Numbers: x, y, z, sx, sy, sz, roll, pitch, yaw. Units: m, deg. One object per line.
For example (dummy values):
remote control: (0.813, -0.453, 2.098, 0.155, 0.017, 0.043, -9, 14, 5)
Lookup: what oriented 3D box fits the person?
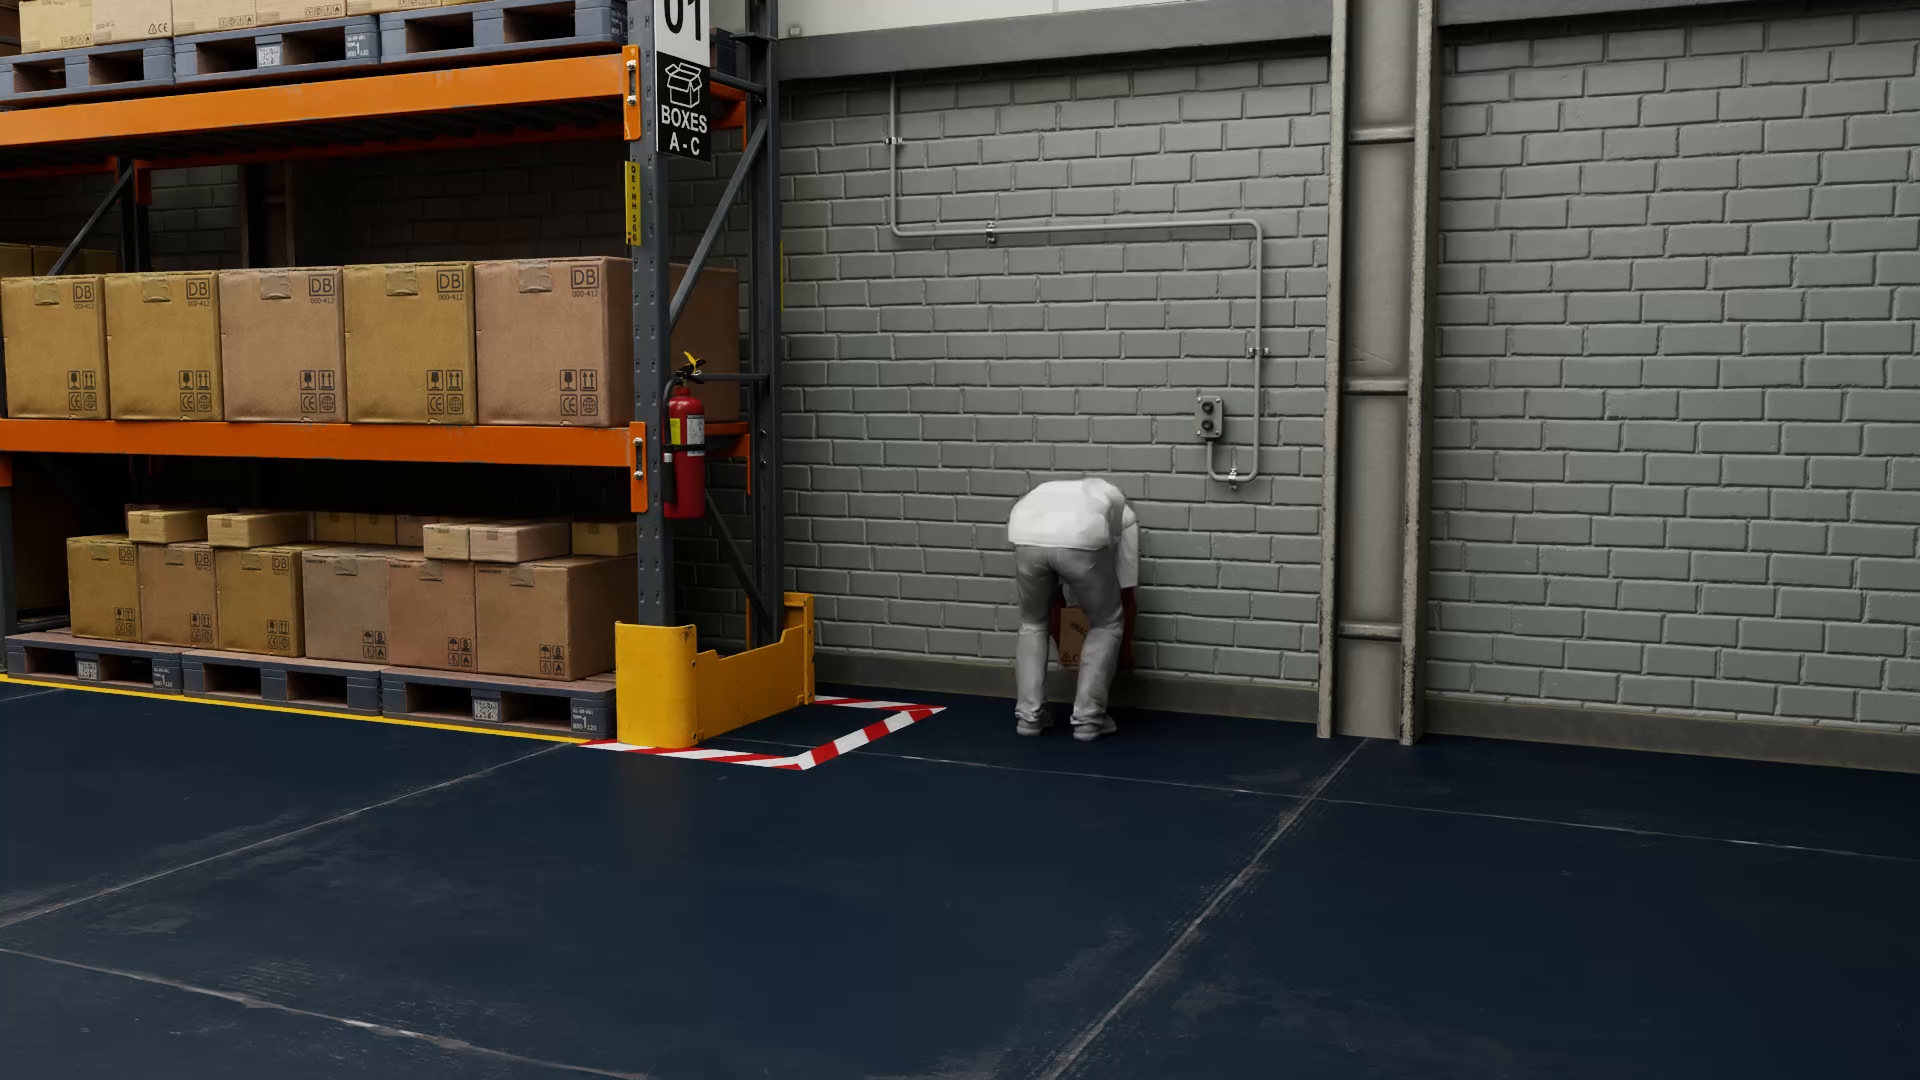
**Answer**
person: (0.517, 0.265, 7.237, 0.488, 1.076, 0.982, 2, 6, 21)
